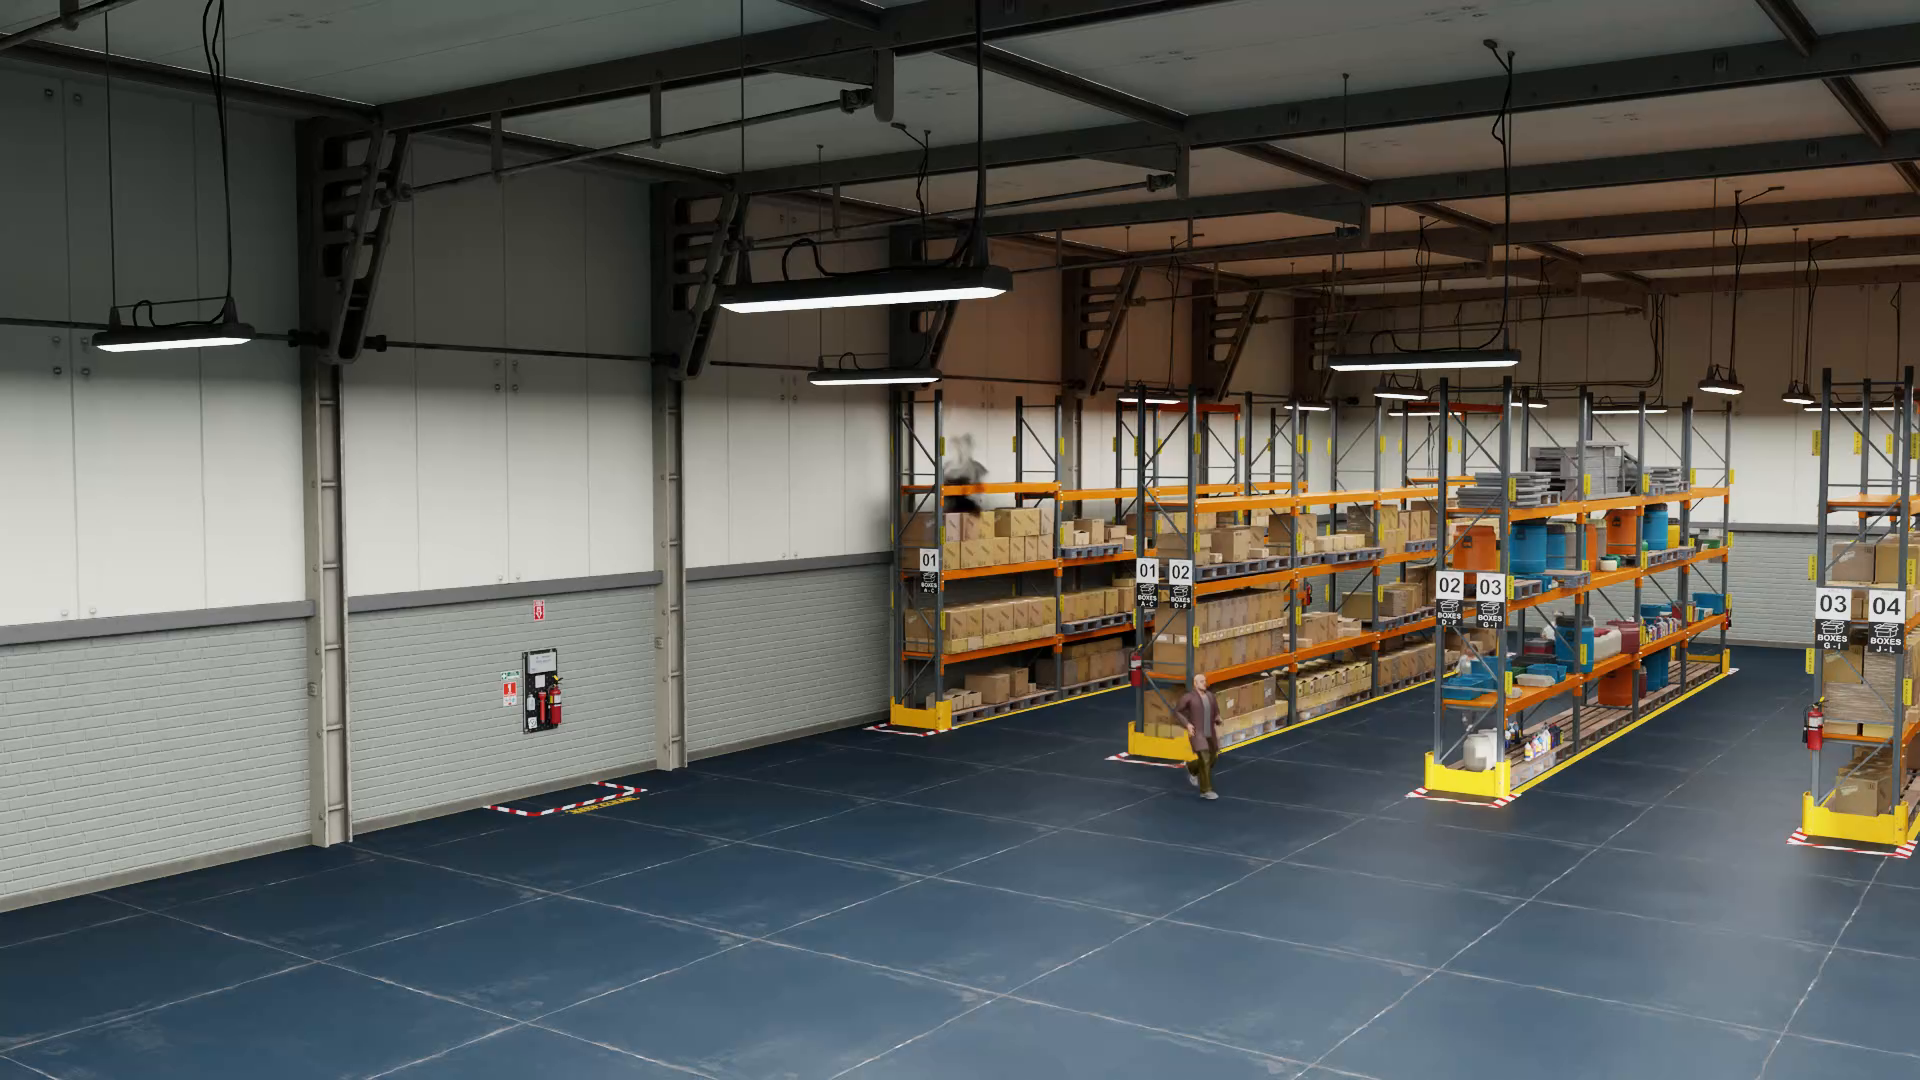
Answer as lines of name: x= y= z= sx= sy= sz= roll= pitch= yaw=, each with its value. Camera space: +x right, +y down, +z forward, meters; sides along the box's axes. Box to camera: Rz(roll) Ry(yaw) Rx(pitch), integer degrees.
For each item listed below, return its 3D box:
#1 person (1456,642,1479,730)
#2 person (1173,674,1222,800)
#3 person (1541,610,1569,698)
person: x=8.913 y=2.575 z=29.166 sx=0.524 sy=1.561 sz=0.559 roll=2 pitch=4 yaw=31
person: x=3.429 y=2.790 z=23.775 sx=0.720 sy=1.744 sz=0.898 roll=-2 pitch=4 yaw=-28
person: x=11.932 y=2.262 z=33.237 sx=0.672 sy=1.762 sz=0.641 roll=2 pitch=4 yaw=36
